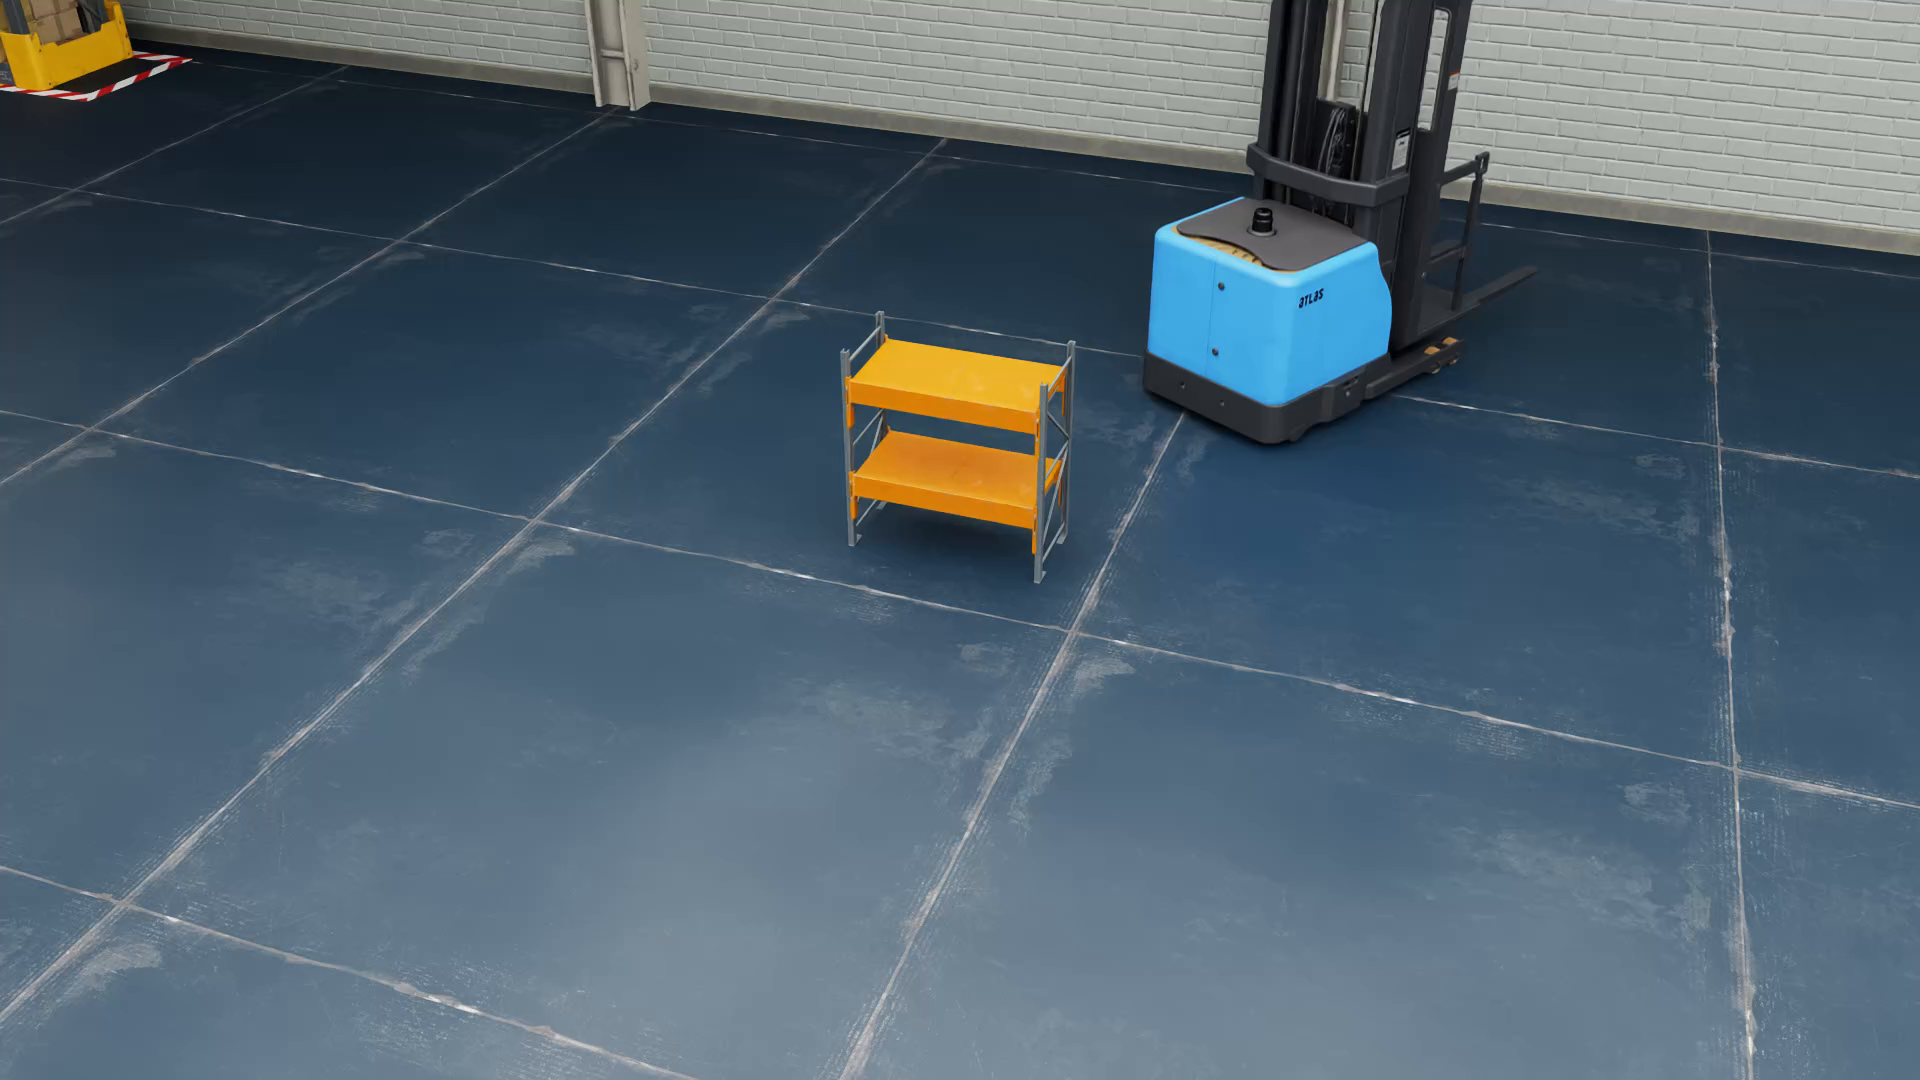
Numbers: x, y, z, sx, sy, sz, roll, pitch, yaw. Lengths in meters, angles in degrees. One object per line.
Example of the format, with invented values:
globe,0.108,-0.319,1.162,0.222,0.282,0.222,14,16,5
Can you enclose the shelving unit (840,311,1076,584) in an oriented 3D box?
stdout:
shelving unit,-0.006,-0.474,8.447,1.048,1.125,0.538,11,34,16

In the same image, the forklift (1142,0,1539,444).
forklift,2.539,-2.455,9.851,3.031,2.935,1.130,-26,41,-34

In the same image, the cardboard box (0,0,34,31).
cardboard box,-8.841,-4.808,15.118,0.500,0.250,0.500,11,34,16

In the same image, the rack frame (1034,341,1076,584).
rack frame,0.472,-0.381,8.303,0.032,1.125,0.500,11,34,16

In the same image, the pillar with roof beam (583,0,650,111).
pillar with roof beam,-4.433,-5.459,8.909,0.400,9.000,9.100,11,34,16

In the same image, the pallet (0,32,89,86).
pallet,-9.012,-4.594,15.671,1.213,0.211,1.003,11,34,16

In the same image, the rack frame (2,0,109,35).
rack frame,-8.278,-5.647,14.731,0.127,3.000,1.000,11,34,16

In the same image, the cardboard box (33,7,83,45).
cardboard box,-8.674,-4.858,15.657,0.500,0.250,0.500,11,34,17

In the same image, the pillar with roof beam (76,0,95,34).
pillar with roof beam,-10.081,-6.557,10.610,0.400,9.000,9.100,11,34,16

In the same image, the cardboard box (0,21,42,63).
cardboard box,-8.826,-4.593,15.246,0.500,0.250,0.500,11,35,17

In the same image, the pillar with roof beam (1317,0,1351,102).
pillar with roof beam,1.215,-4.361,7.208,0.400,9.000,9.100,11,34,16

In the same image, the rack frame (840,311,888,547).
rack frame,-0.485,-0.567,8.591,0.032,1.125,0.500,11,34,16

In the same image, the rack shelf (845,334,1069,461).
rack shelf,-0.006,-0.720,8.288,1.000,0.278,0.538,11,34,16

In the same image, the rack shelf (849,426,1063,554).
rack shelf,-0.006,-0.268,8.579,1.000,0.278,0.538,11,34,16

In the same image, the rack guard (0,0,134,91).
rack guard,-8.255,-4.593,15.402,0.348,0.500,1.175,11,34,16

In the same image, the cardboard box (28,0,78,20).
cardboard box,-8.650,-5.071,15.525,0.500,0.250,0.500,12,35,17
